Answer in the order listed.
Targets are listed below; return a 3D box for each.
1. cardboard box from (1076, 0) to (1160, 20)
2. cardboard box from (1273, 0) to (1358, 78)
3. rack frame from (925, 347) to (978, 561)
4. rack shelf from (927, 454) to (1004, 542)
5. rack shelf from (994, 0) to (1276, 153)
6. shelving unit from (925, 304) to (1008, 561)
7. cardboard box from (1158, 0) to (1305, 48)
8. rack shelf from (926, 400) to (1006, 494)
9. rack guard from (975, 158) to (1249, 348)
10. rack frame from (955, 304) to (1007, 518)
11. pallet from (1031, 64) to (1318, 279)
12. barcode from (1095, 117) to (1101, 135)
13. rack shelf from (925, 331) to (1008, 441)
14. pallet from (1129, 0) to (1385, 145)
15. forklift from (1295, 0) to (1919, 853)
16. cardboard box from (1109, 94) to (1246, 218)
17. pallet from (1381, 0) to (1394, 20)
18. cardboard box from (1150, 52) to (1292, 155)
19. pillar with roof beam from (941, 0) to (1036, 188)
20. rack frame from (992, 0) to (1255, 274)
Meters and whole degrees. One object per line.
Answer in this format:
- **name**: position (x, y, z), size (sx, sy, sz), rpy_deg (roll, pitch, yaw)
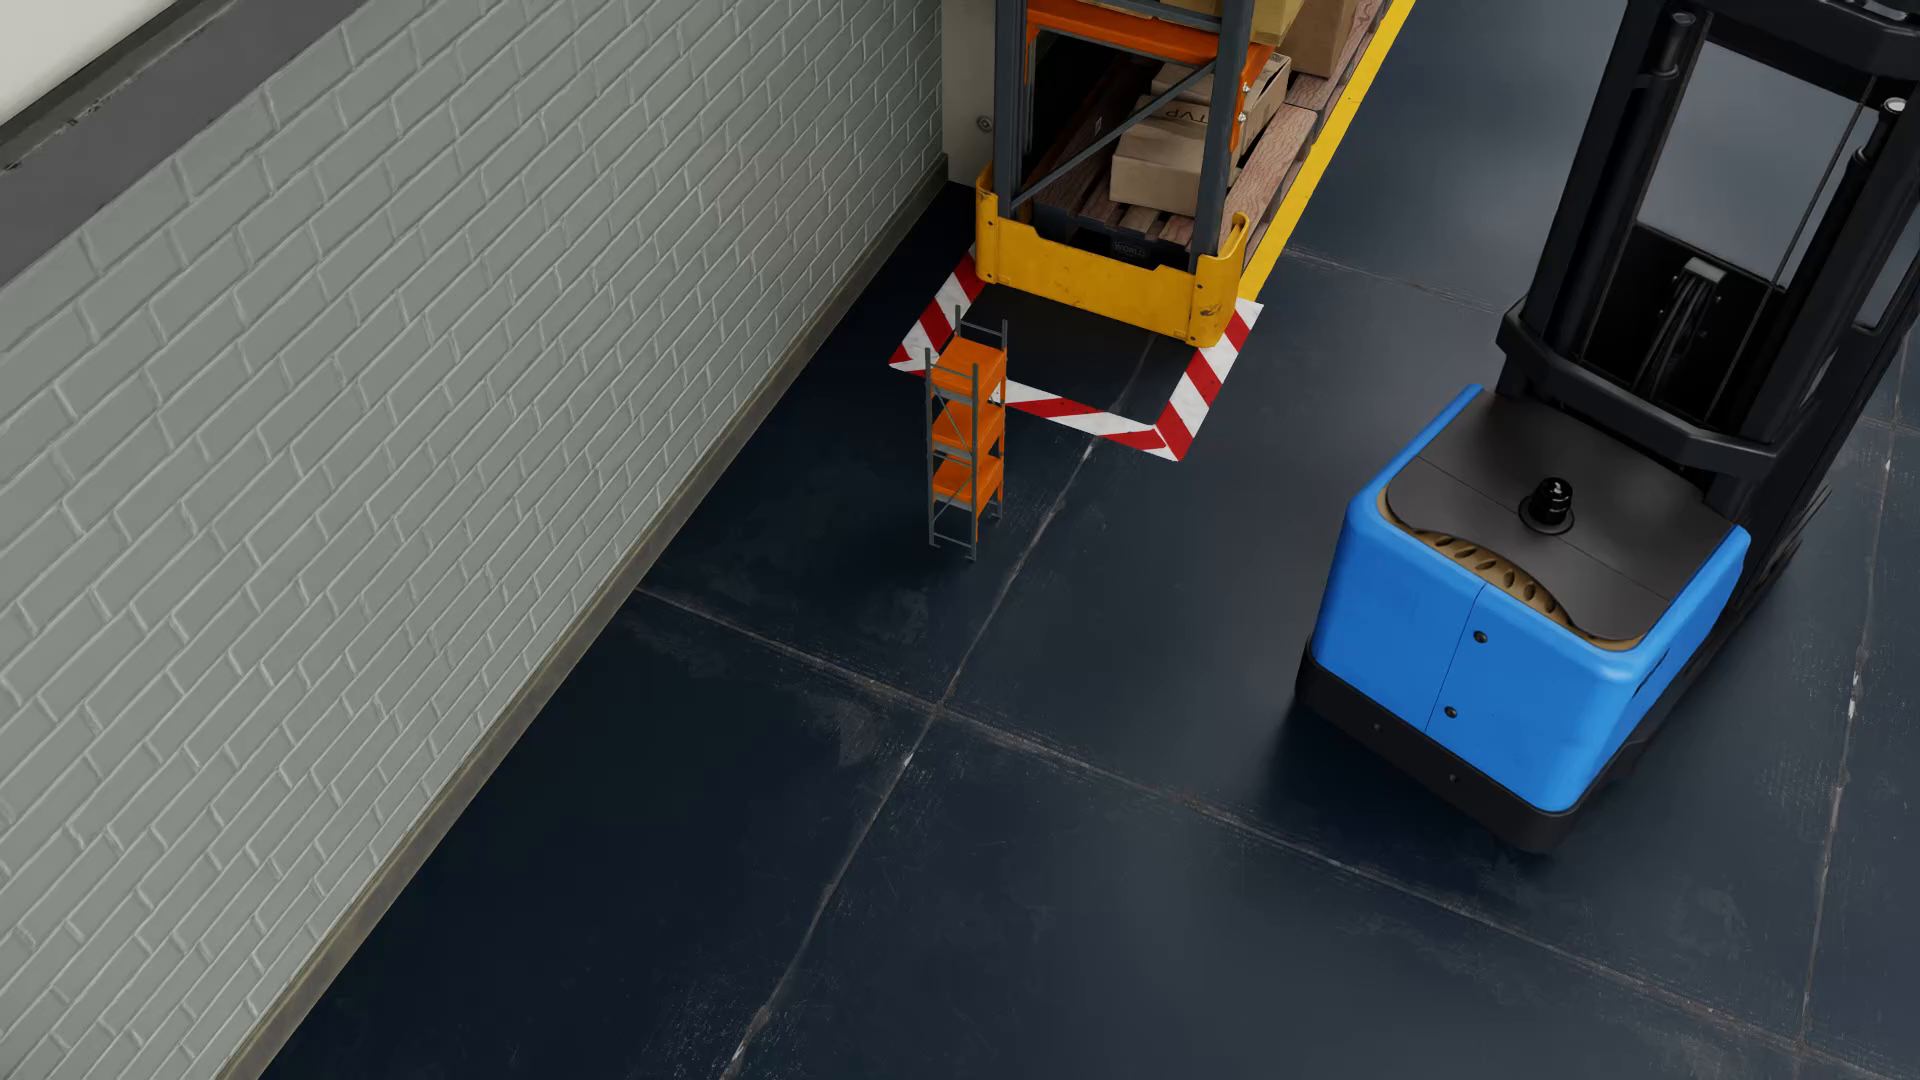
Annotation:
- **cardboard box**: position (0.641, -2.394, 6.718), size (0.500, 0.250, 0.500), rpy_deg (20, 53, 17)
- **cardboard box**: position (1.596, -2.712, 8.256), size (0.700, 0.500, 0.500), rpy_deg (17, 52, 14)
- **rack frame**: position (-0.029, -0.293, 6.125), size (0.200, 1.050, 0.008), rpy_deg (20, 52, 16)
- **rack shelf**: position (0.023, -0.190, 6.416), size (0.215, 0.259, 0.240), rpy_deg (20, 52, 16)
- **rack shelf**: position (1.471, -3.195, 7.787), size (1.077, 0.370, 4.000), rpy_deg (20, 52, 16)
- **shelving unit**: position (0.023, -0.377, 6.197), size (0.215, 1.050, 0.252), rpy_deg (20, 52, 16)
- **cardboard box**: position (1.112, -2.242, 6.588), size (0.500, 0.250, 0.500), rpy_deg (18, 52, 15)
- **rack shelf**: position (0.023, -0.370, 6.205), size (0.215, 0.259, 0.240), rpy_deg (20, 52, 16)
- **rack guard**: position (0.649, -1.293, 7.337), size (1.175, 0.500, 0.348), rpy_deg (20, 52, 16)
- **rack frame**: position (0.075, -0.461, 6.268), size (0.200, 1.050, 0.008), rpy_deg (20, 52, 16)
- **pallet**: position (1.028, -1.748, 7.914), size (1.003, 0.211, 1.213), rpy_deg (20, 52, 16)
- **barcode**: position (0.640, -1.915, 7.696), size (0.001, 0.075, 0.075), rpy_deg (20, 52, 16)
- **rack shelf**: position (0.023, -0.554, 5.989), size (0.215, 0.259, 0.240), rpy_deg (20, 52, 16)
- **pallet**: position (1.551, -2.585, 8.626), size (1.003, 0.211, 1.213), rpy_deg (20, 52, 16)
- **forklift**: position (2.580, -0.938, 5.439), size (1.130, 2.935, 3.031), rpy_deg (35, 58, 26)
- **cardboard box**: position (0.994, -1.770, 7.578), size (0.500, 0.311, 0.500), rpy_deg (14, 51, 12)
- **pallet**: position (2.070, -3.428, 9.343), size (1.003, 0.211, 1.213), rpy_deg (20, 52, 16)
- **cardboard box**: position (1.237, -2.162, 7.912), size (0.500, 0.311, 0.500), rpy_deg (24, 54, 19)
- **pillar with roof beam**: position (4.026, -3.358, 3.514), size (9.100, 9.000, 0.400), rpy_deg (20, 52, 16)
- **rack frame**: position (0.617, -2.051, 6.341), size (1.000, 3.000, 0.127), rpy_deg (20, 52, 16)
